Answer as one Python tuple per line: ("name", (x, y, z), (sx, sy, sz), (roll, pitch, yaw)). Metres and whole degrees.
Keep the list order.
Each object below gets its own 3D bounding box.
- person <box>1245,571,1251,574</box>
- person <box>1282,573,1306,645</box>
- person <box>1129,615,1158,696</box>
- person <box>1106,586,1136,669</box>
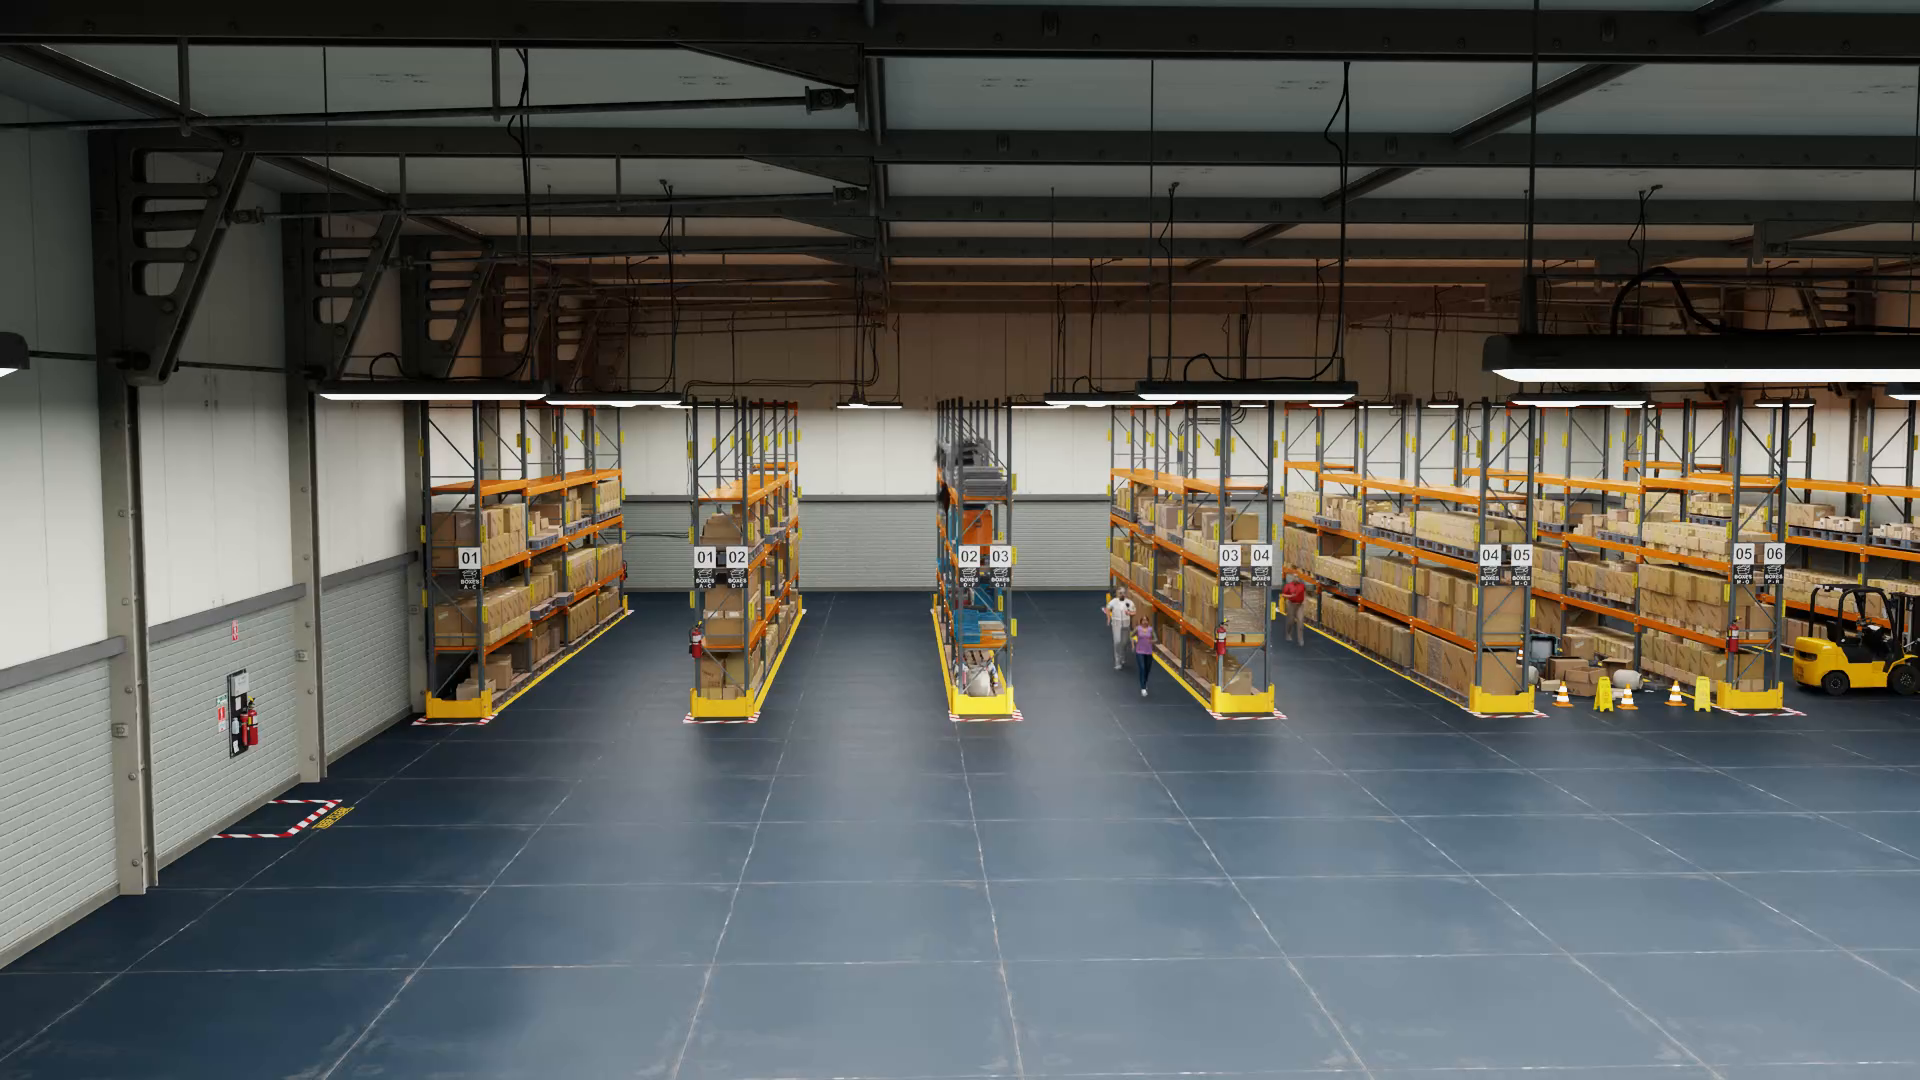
("person", (7.997, 1.432, 46.056), (0.606, 1.578, 0.952), (0, 4, 3))
("person", (8.240, 1.669, 40.884), (0.658, 1.724, 0.957), (0, 4, -4))
("person", (3.724, 2.303, 33.650), (0.531, 1.594, 0.883), (0, 4, -6))
("person", (3.623, 1.948, 37.337), (0.643, 1.833, 0.848), (0, 4, -5))
